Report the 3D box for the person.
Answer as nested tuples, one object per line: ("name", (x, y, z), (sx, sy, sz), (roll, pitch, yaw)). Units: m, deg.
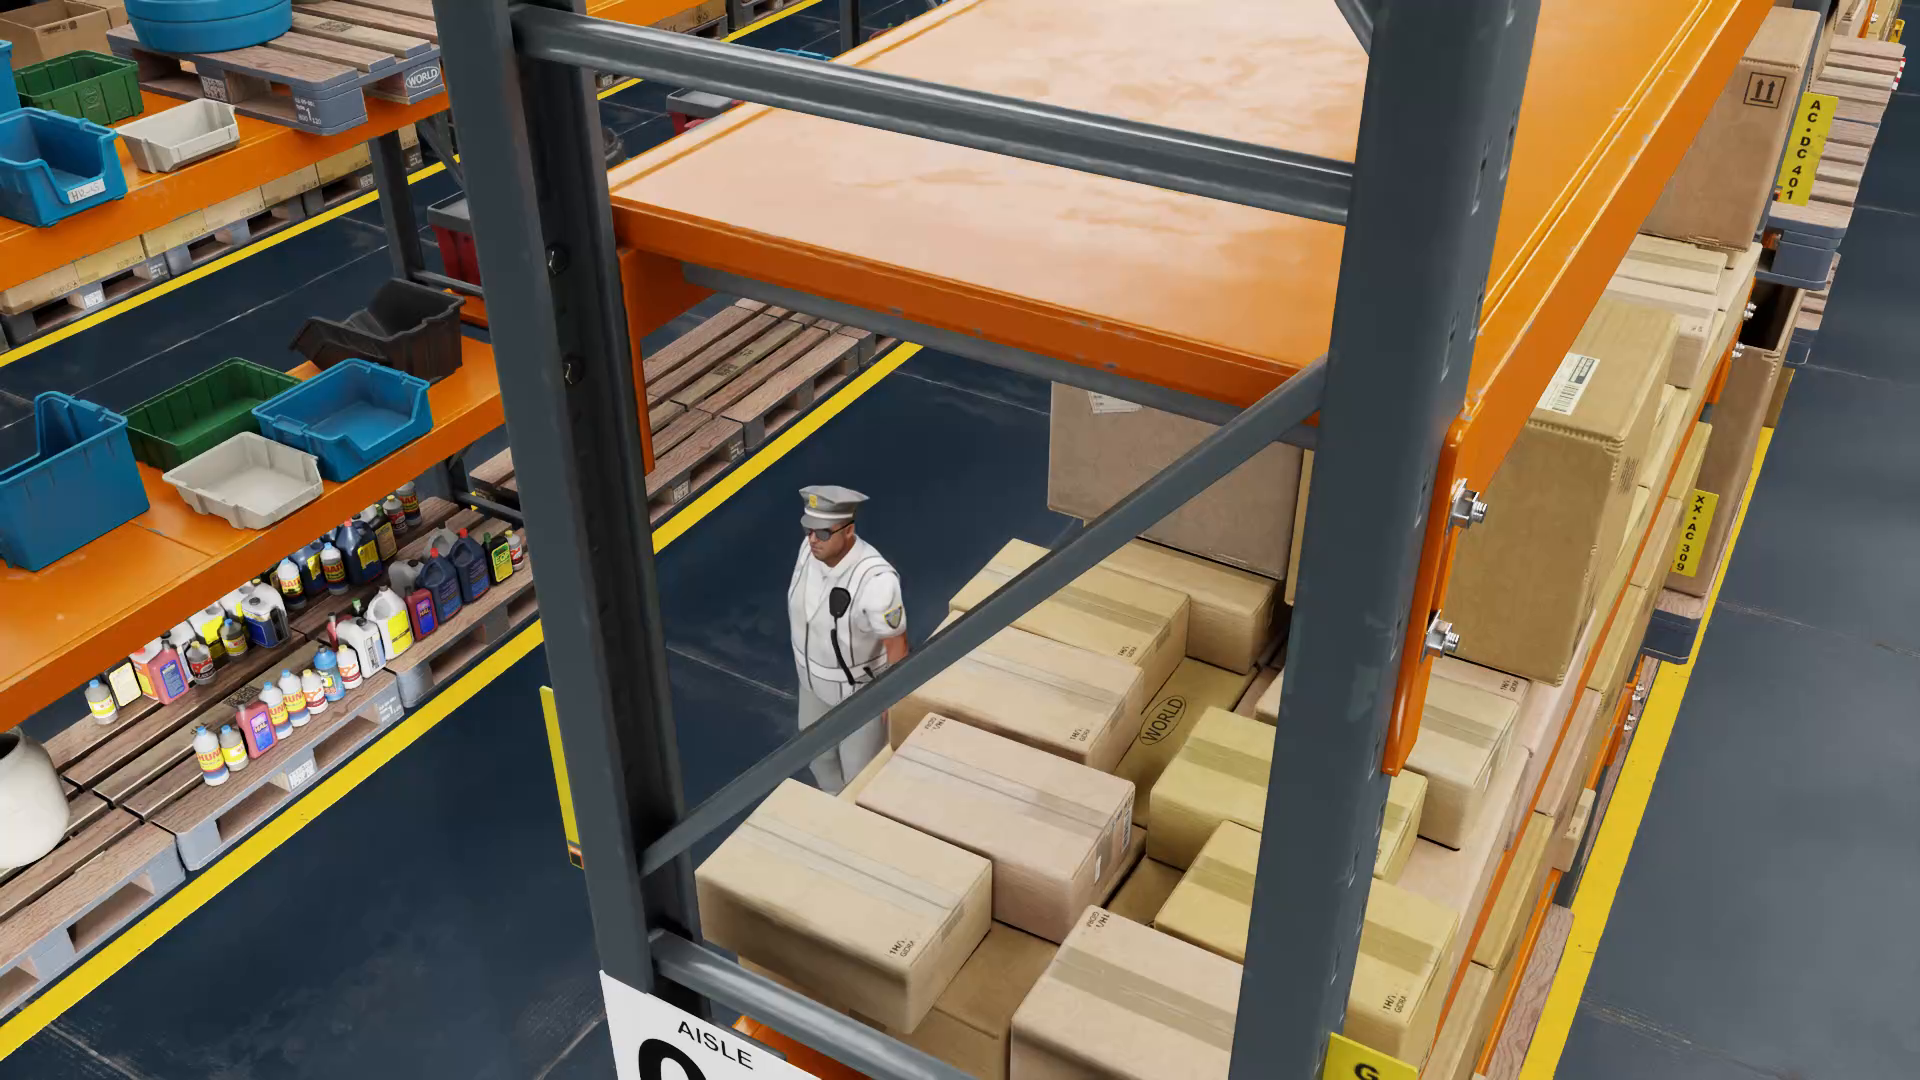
("person", (-0.379, 0.503, 6.601), (0.624, 1.753, 0.554), (-29, 43, -36))
